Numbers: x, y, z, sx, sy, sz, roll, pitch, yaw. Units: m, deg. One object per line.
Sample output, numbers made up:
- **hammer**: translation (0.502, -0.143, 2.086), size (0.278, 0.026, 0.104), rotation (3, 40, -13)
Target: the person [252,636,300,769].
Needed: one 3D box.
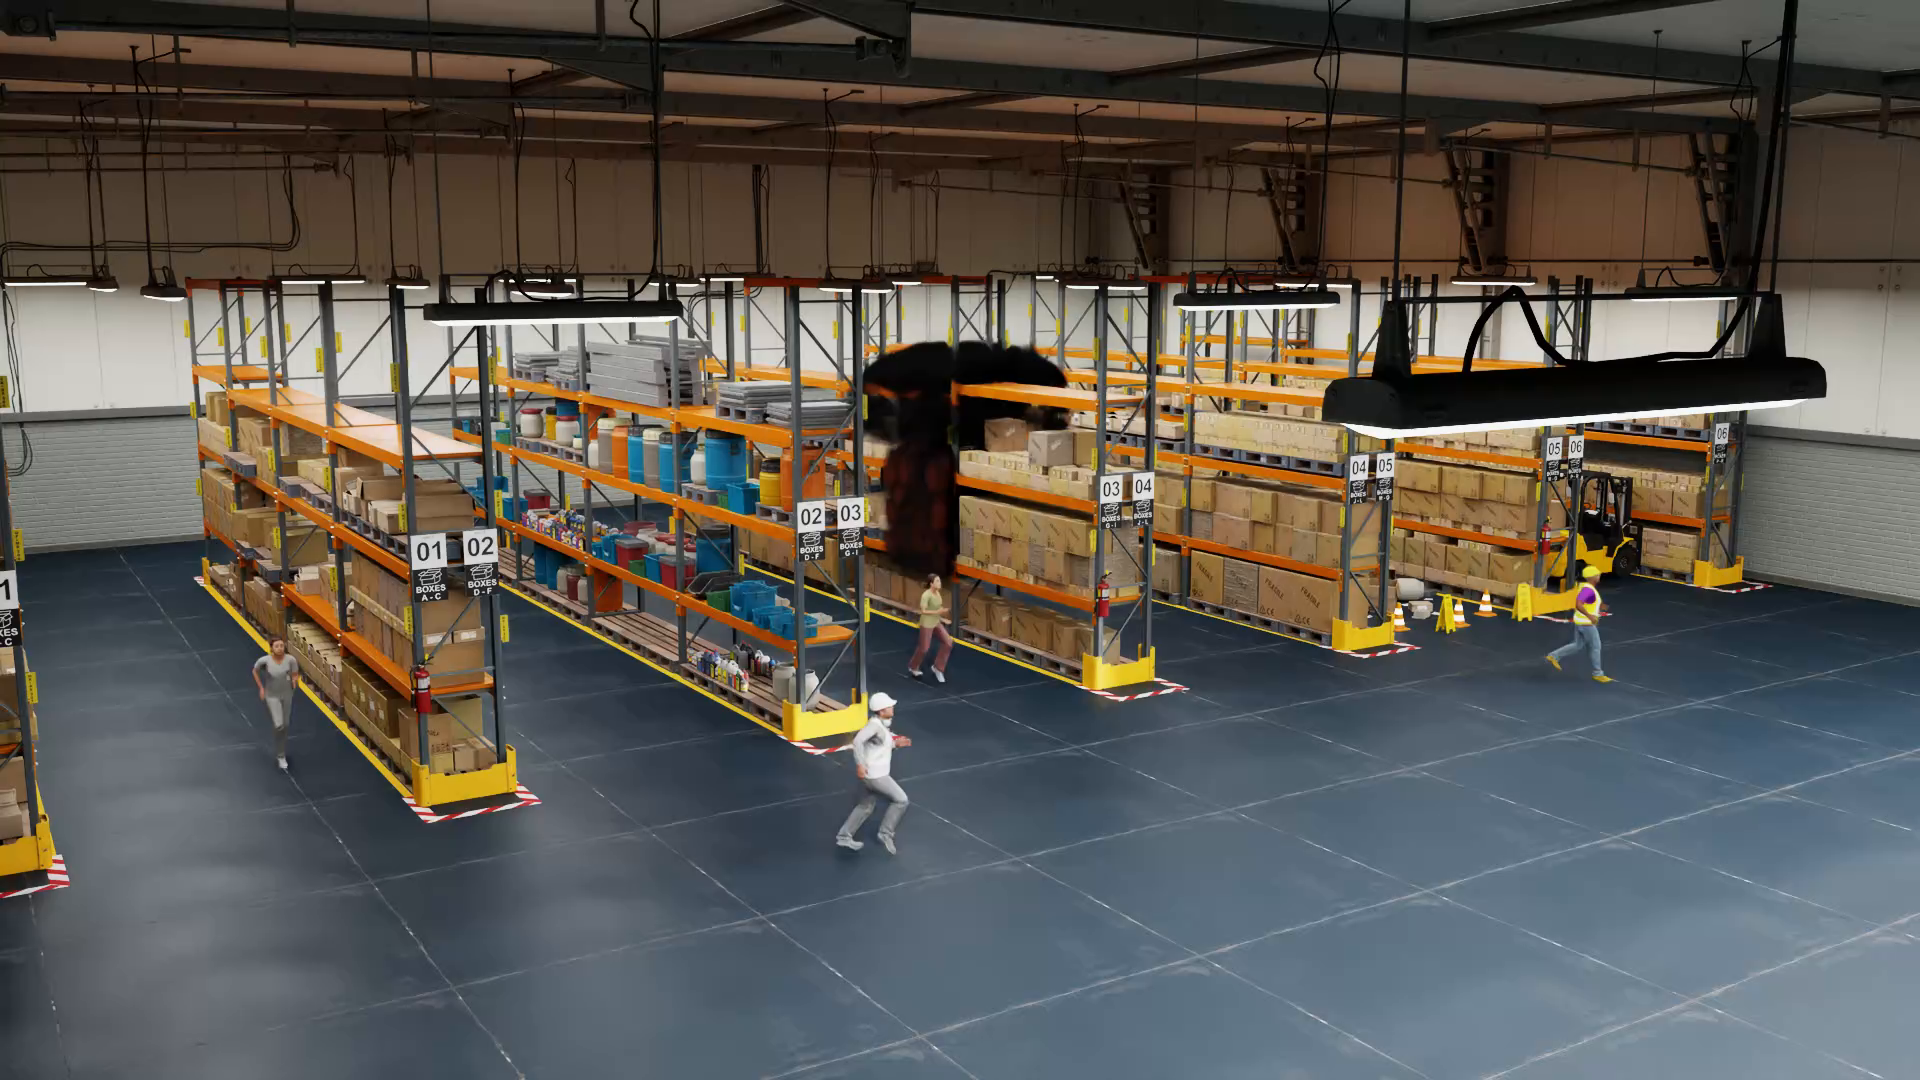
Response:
- **person**: translation (-8.625, 2.034, 21.055), size (0.499, 1.710, 0.841), rotation (-8, 13, -41)

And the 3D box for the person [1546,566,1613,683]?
- **person**: translation (9.457, 1.267, 25.185), size (0.936, 1.773, 0.711), rotation (2, 10, 11)

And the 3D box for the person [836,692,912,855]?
- **person**: translation (-0.922, 2.511, 17.794), size (0.827, 1.787, 0.681), rotation (-1, 10, -5)

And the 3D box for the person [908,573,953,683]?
- **person**: translation (-0.477, 1.316, 25.191), size (0.802, 1.679, 0.600), rotation (6, 12, 34)
